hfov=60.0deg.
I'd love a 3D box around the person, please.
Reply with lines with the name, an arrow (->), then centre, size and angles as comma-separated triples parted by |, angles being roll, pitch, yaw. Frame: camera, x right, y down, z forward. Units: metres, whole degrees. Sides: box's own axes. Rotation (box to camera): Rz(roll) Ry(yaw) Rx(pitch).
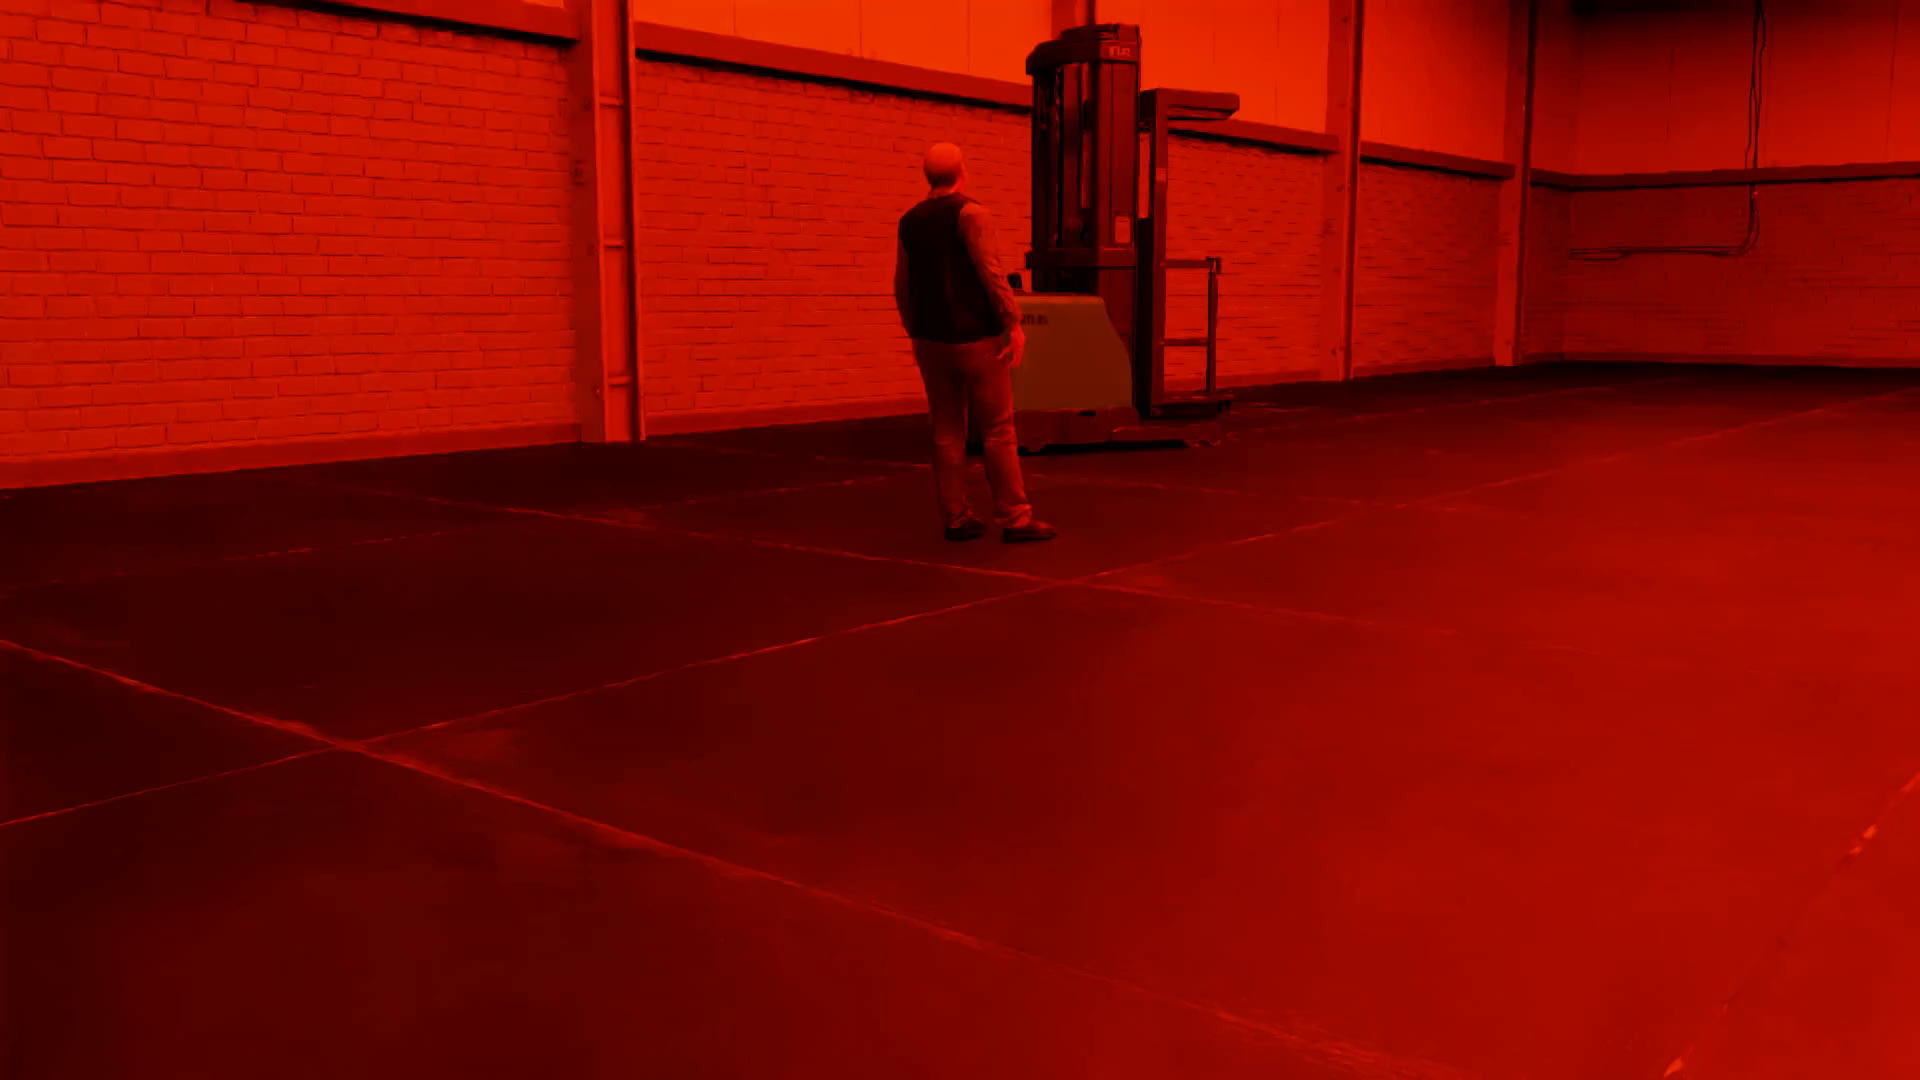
person -> 0.045, -0.865, 7.322 | 0.632, 1.720, 0.567 | 7, 11, 38

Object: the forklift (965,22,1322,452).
forklift -> 1.335, -2.181, 12.182 | 3.031, 2.935, 1.130 | -5, 10, -31
